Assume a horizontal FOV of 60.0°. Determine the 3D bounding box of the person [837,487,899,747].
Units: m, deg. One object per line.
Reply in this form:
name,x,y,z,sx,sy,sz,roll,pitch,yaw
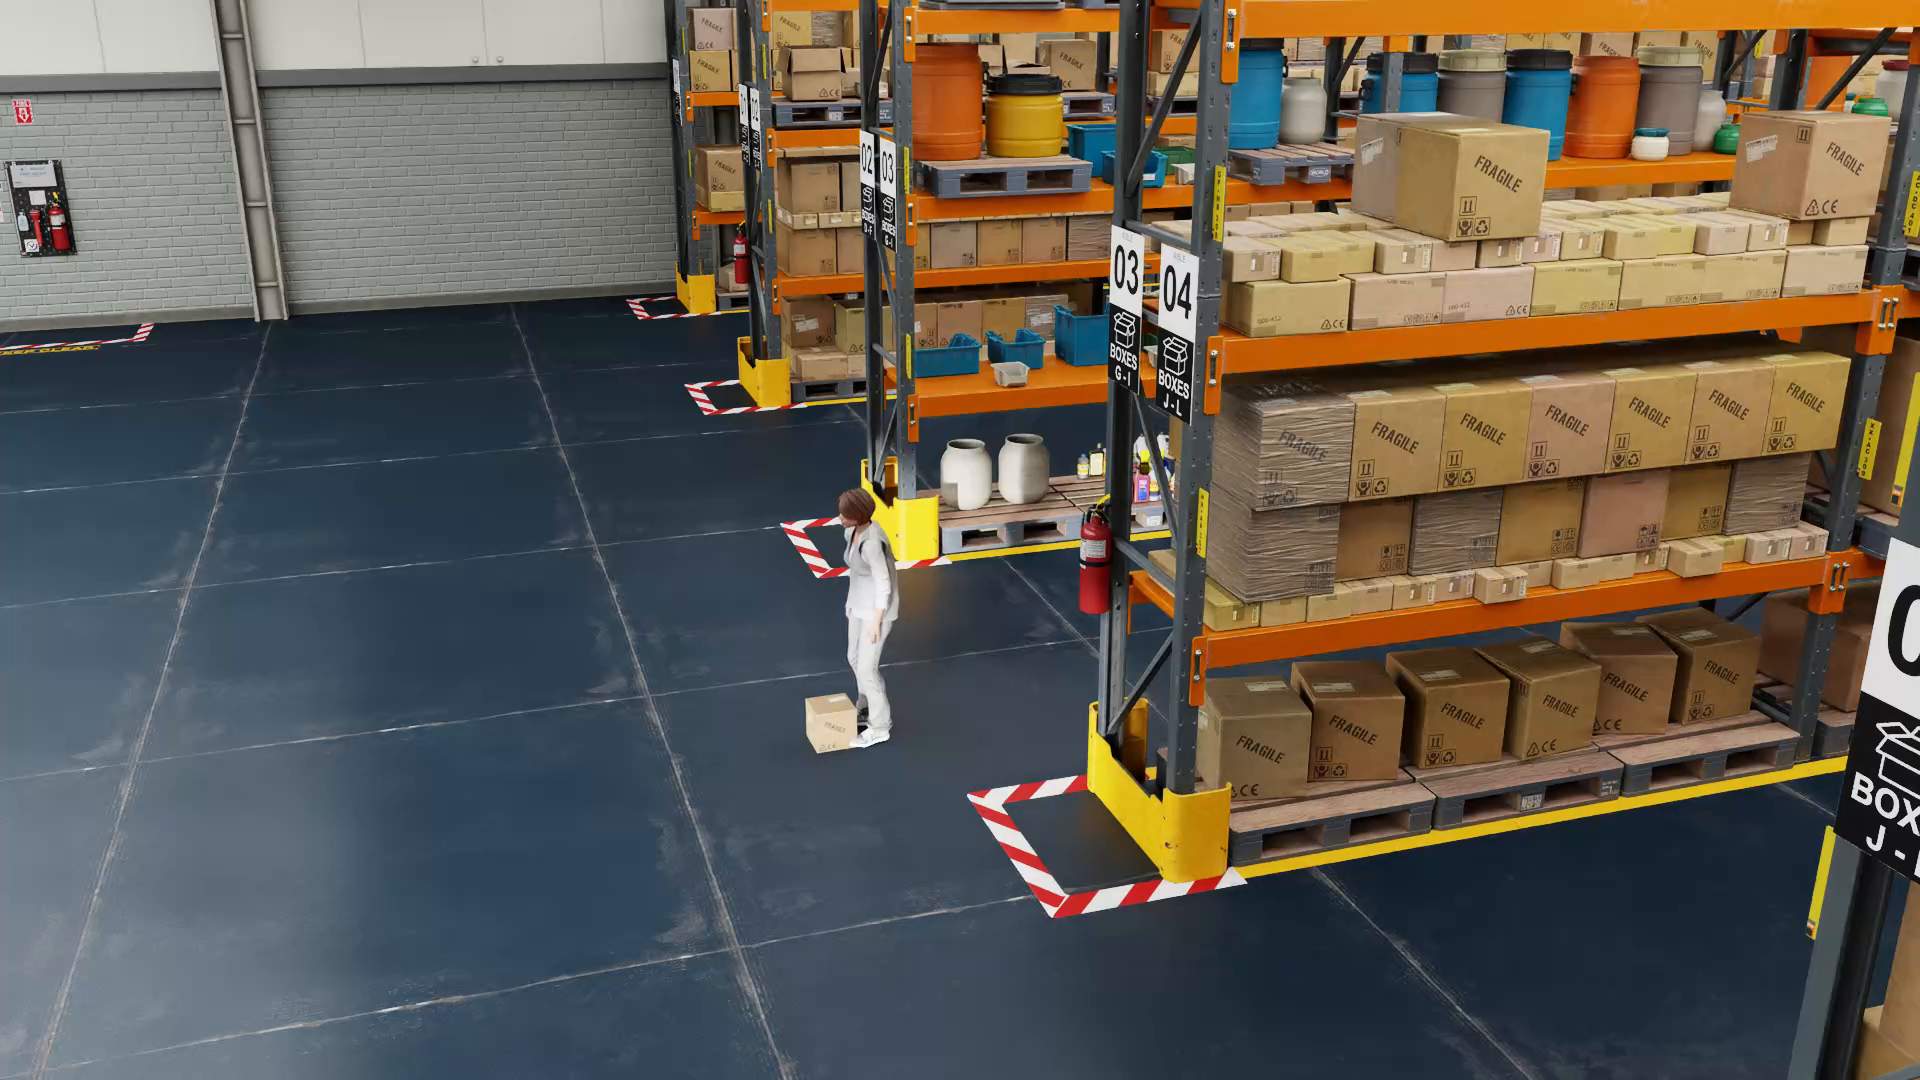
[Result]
person,-0.550,0.445,9.849,0.345,1.581,0.484,-8,21,-20
